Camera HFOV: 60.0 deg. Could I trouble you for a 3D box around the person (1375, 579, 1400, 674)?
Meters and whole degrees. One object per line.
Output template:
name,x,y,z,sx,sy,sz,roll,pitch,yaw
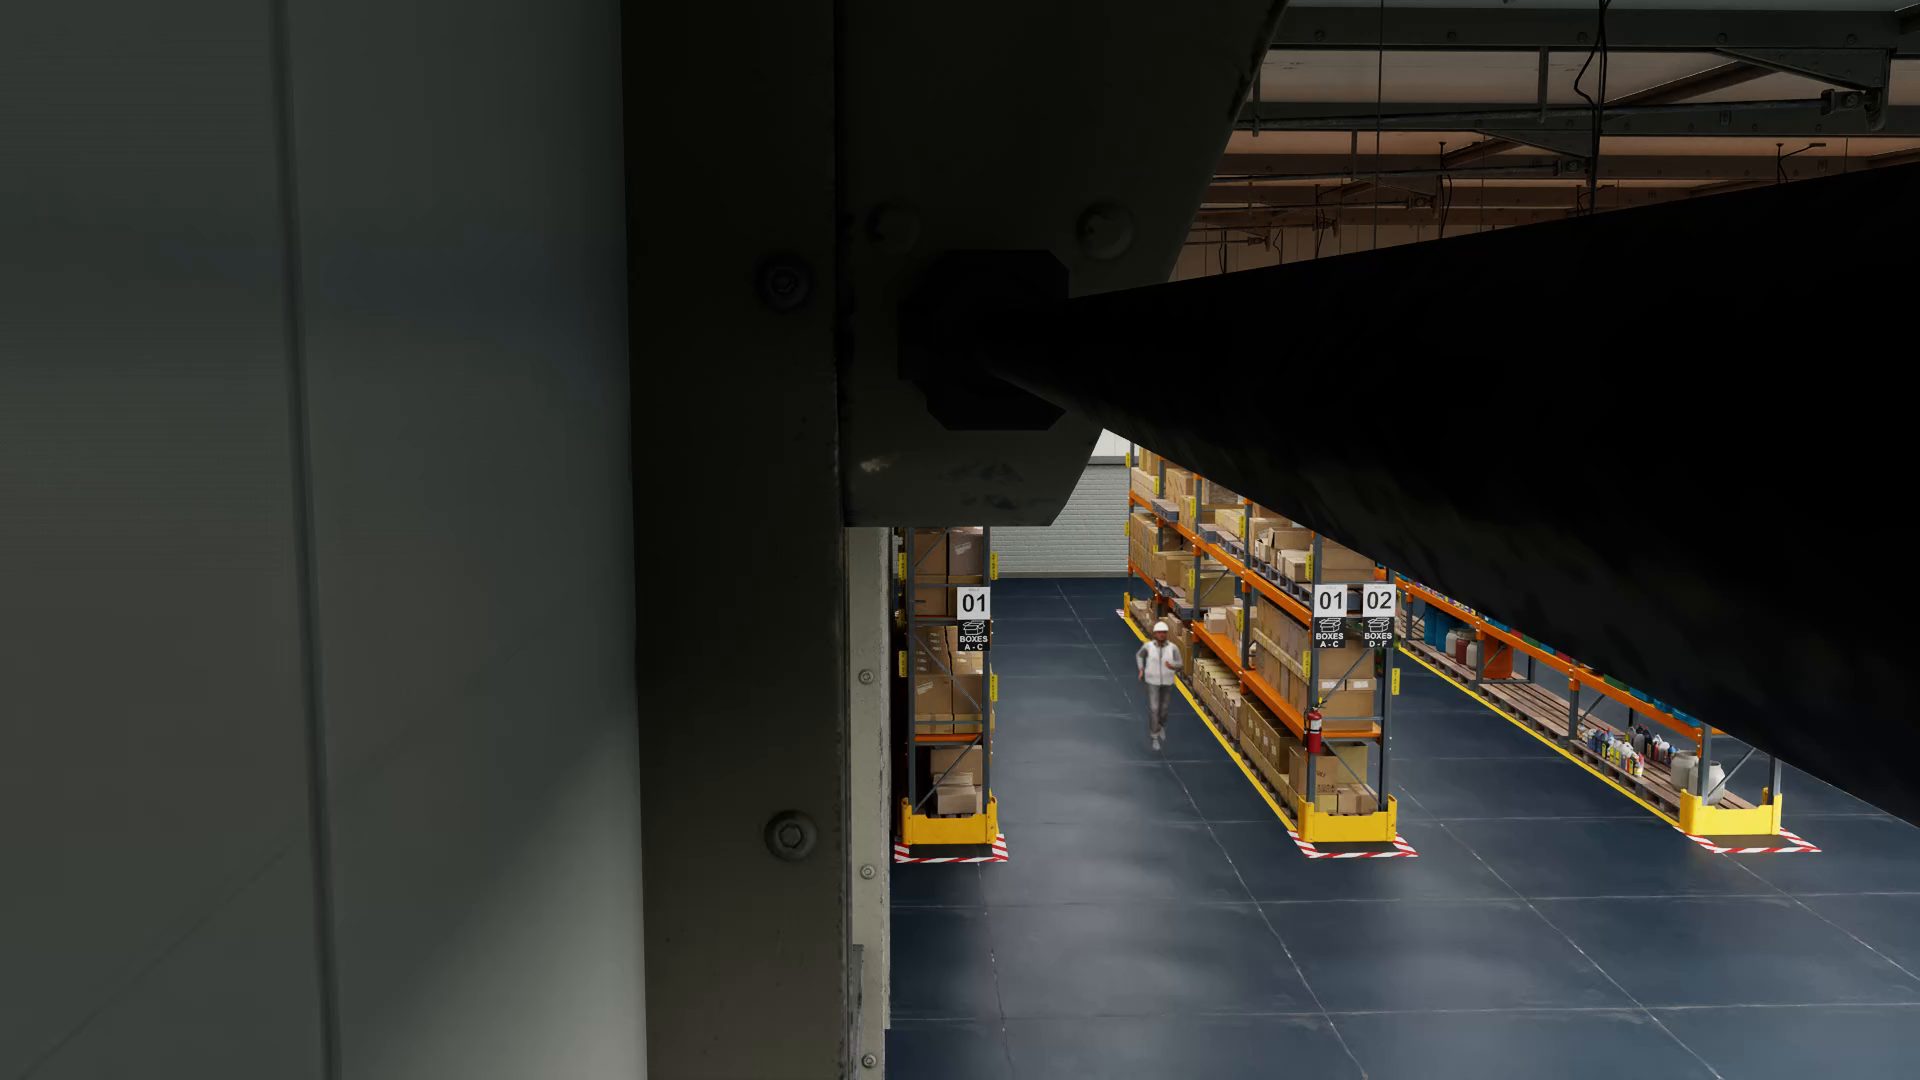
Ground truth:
person,7.688,1.610,30.003,0.631,1.800,0.680,0,7,-1

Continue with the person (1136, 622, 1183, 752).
person,2.889,2.072,24.000,0.644,1.796,0.846,0,7,-1
